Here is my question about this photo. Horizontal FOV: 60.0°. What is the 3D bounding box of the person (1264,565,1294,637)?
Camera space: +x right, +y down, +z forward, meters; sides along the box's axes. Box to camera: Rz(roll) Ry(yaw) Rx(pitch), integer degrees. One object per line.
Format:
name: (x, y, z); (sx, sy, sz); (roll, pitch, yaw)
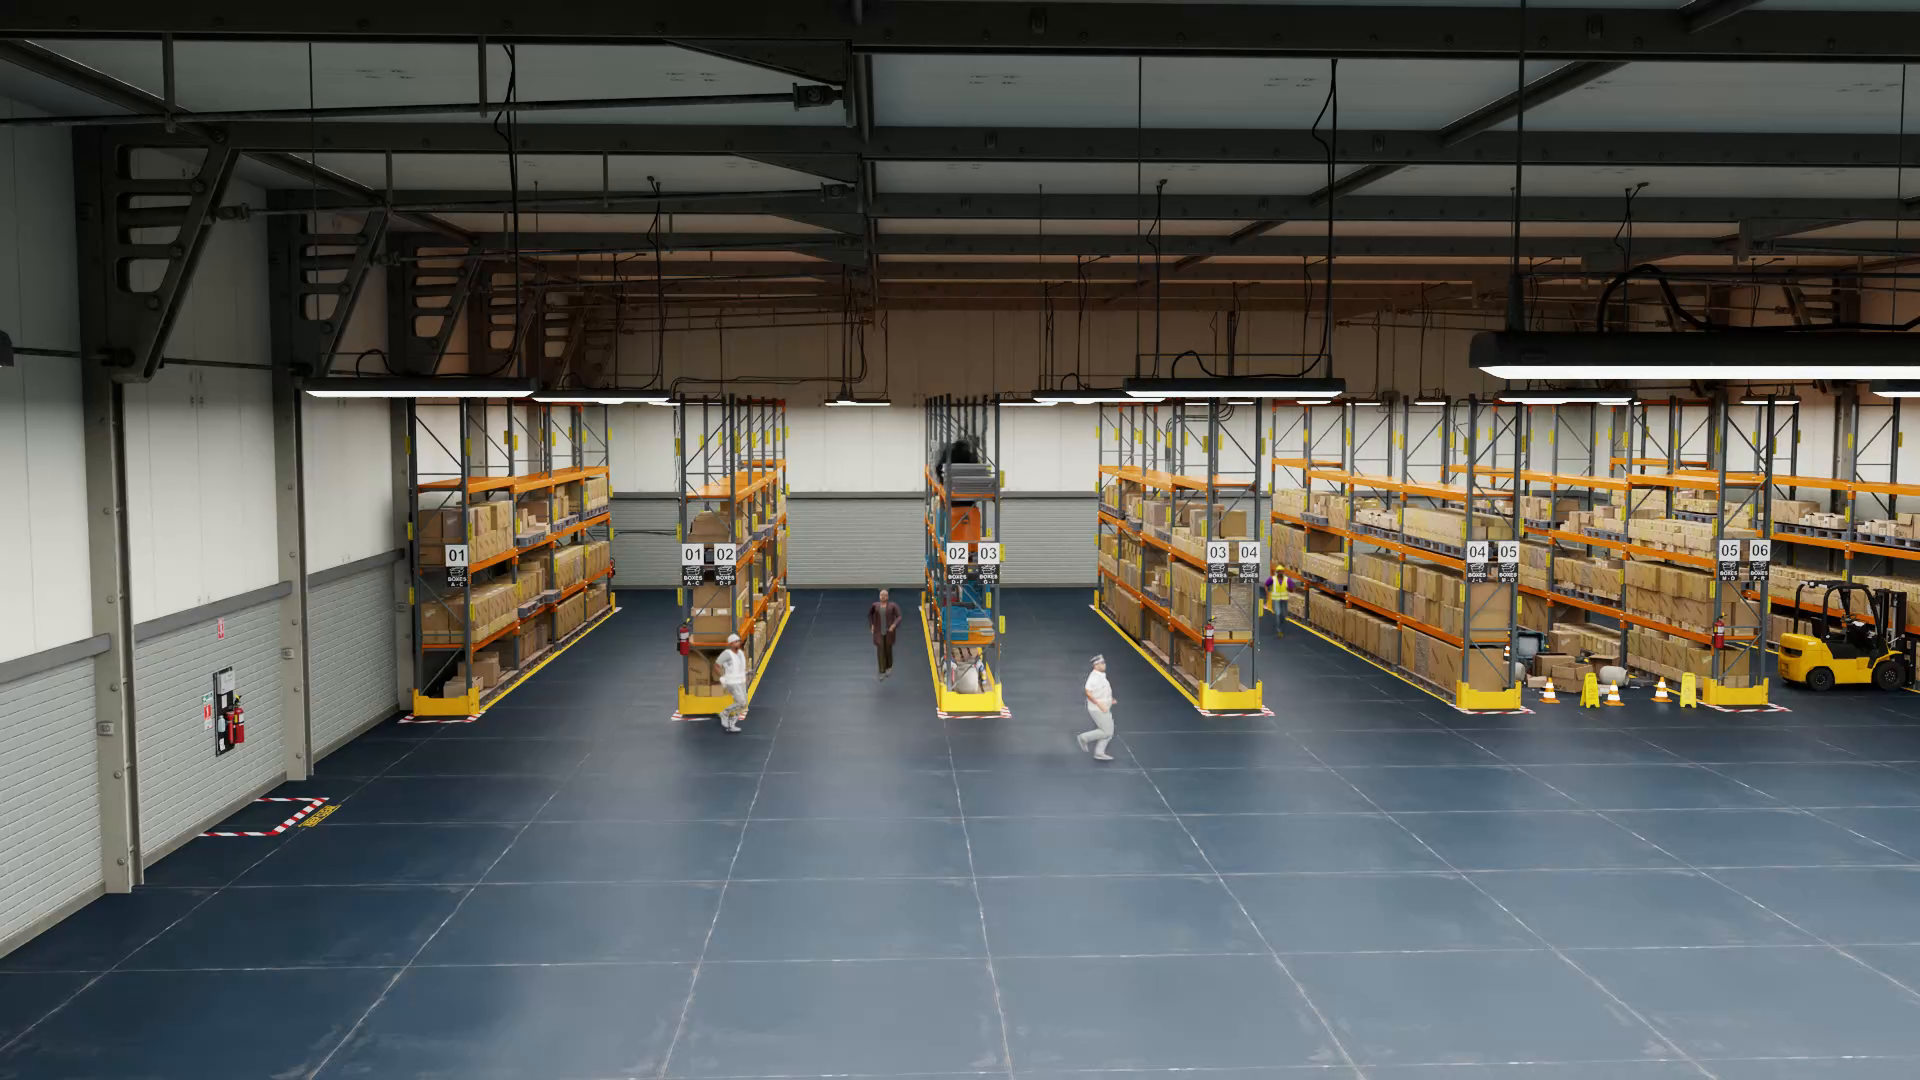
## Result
person: (8.042, 1.512, 41.801); (0.701, 1.750, 0.990); (0, 5, -2)

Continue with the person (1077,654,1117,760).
person: (2.262, 2.722, 27.088); (0.544, 1.742, 0.664); (1, 5, 16)

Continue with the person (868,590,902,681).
person: (-1.525, 1.902, 33.658); (0.722, 1.801, 0.883); (0, 5, 2)

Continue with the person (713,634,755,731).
person: (-3.937, 2.532, 29.400); (0.590, 1.735, 0.695); (2, 5, 26)
